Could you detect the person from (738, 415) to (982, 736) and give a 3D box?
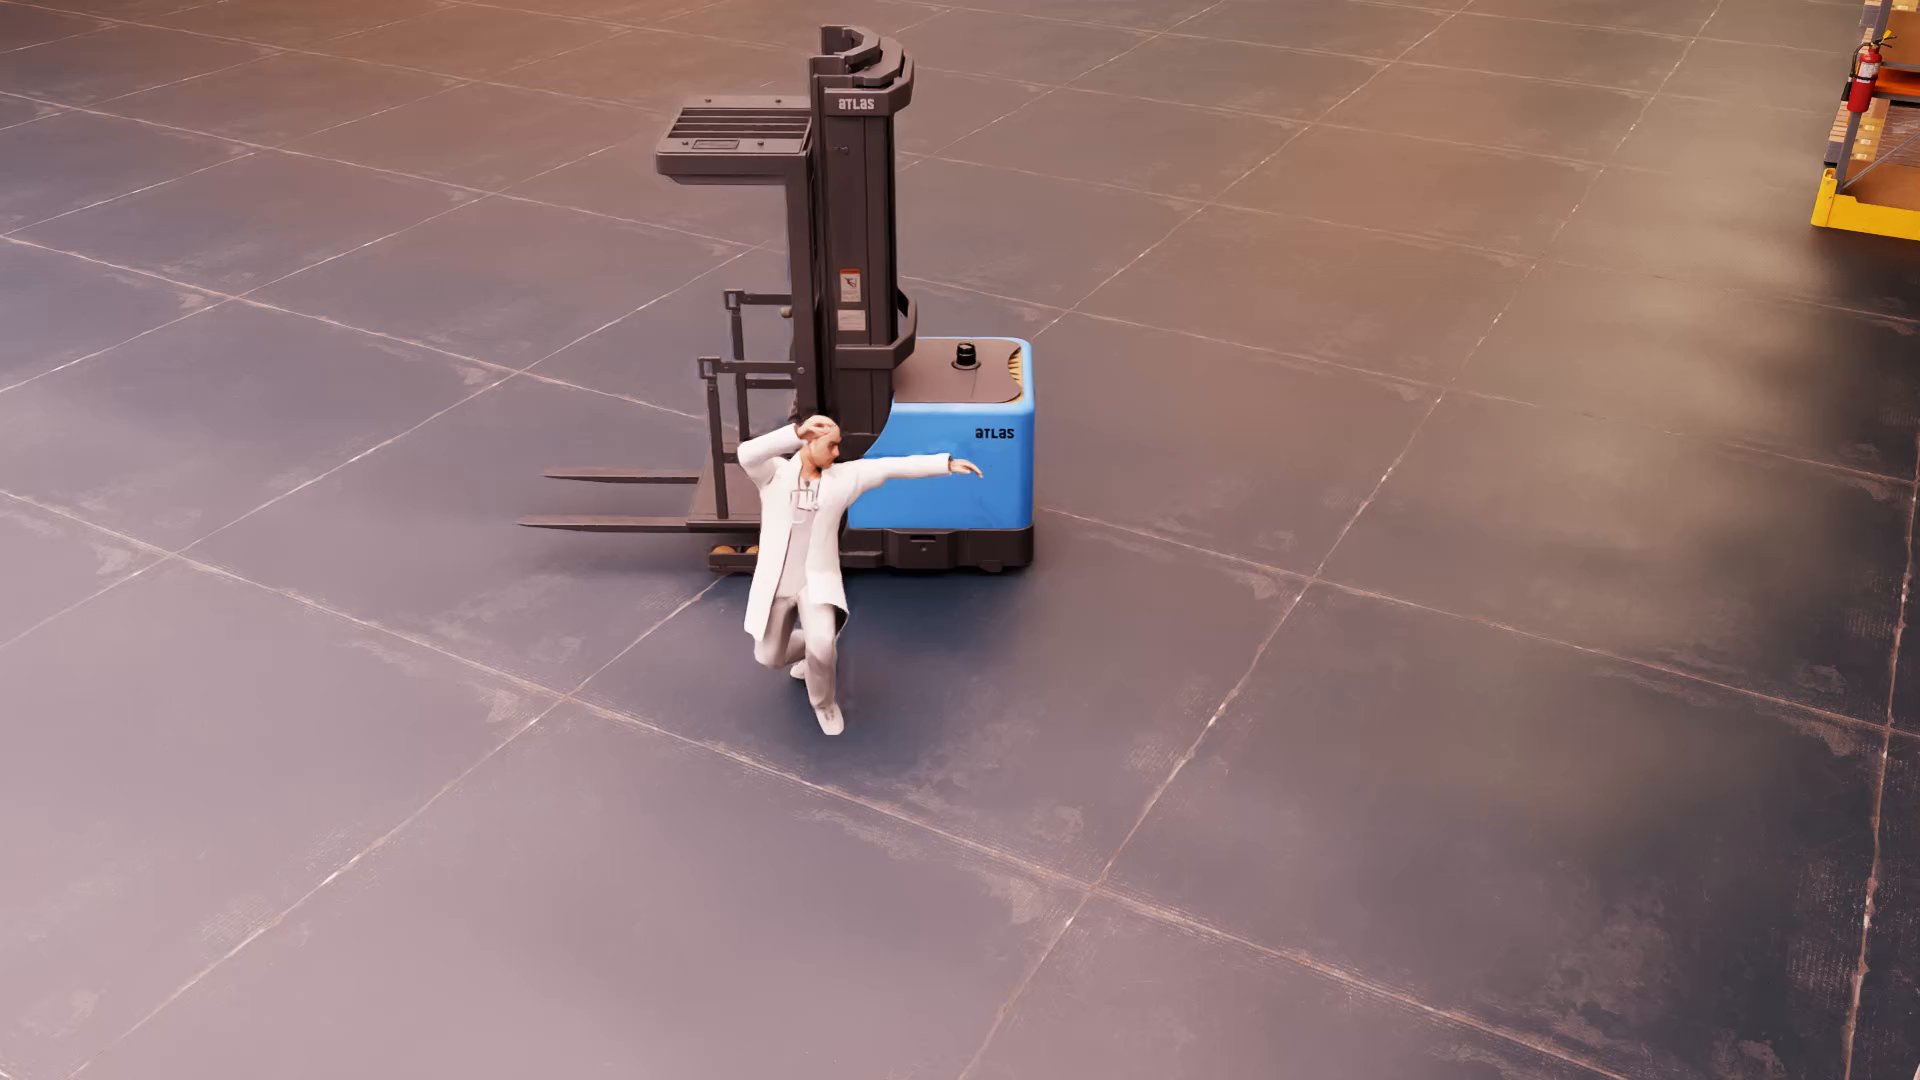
[{"bbox_3d":[-0.503,0.148,8.185,1.169,1.645,0.892,3,30,5],"label":"person"}]

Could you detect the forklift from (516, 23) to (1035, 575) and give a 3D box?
[{"bbox_3d":[-1.081,-1.328,9.372,3.031,2.935,1.130,0,30,1],"label":"forklift"}]
